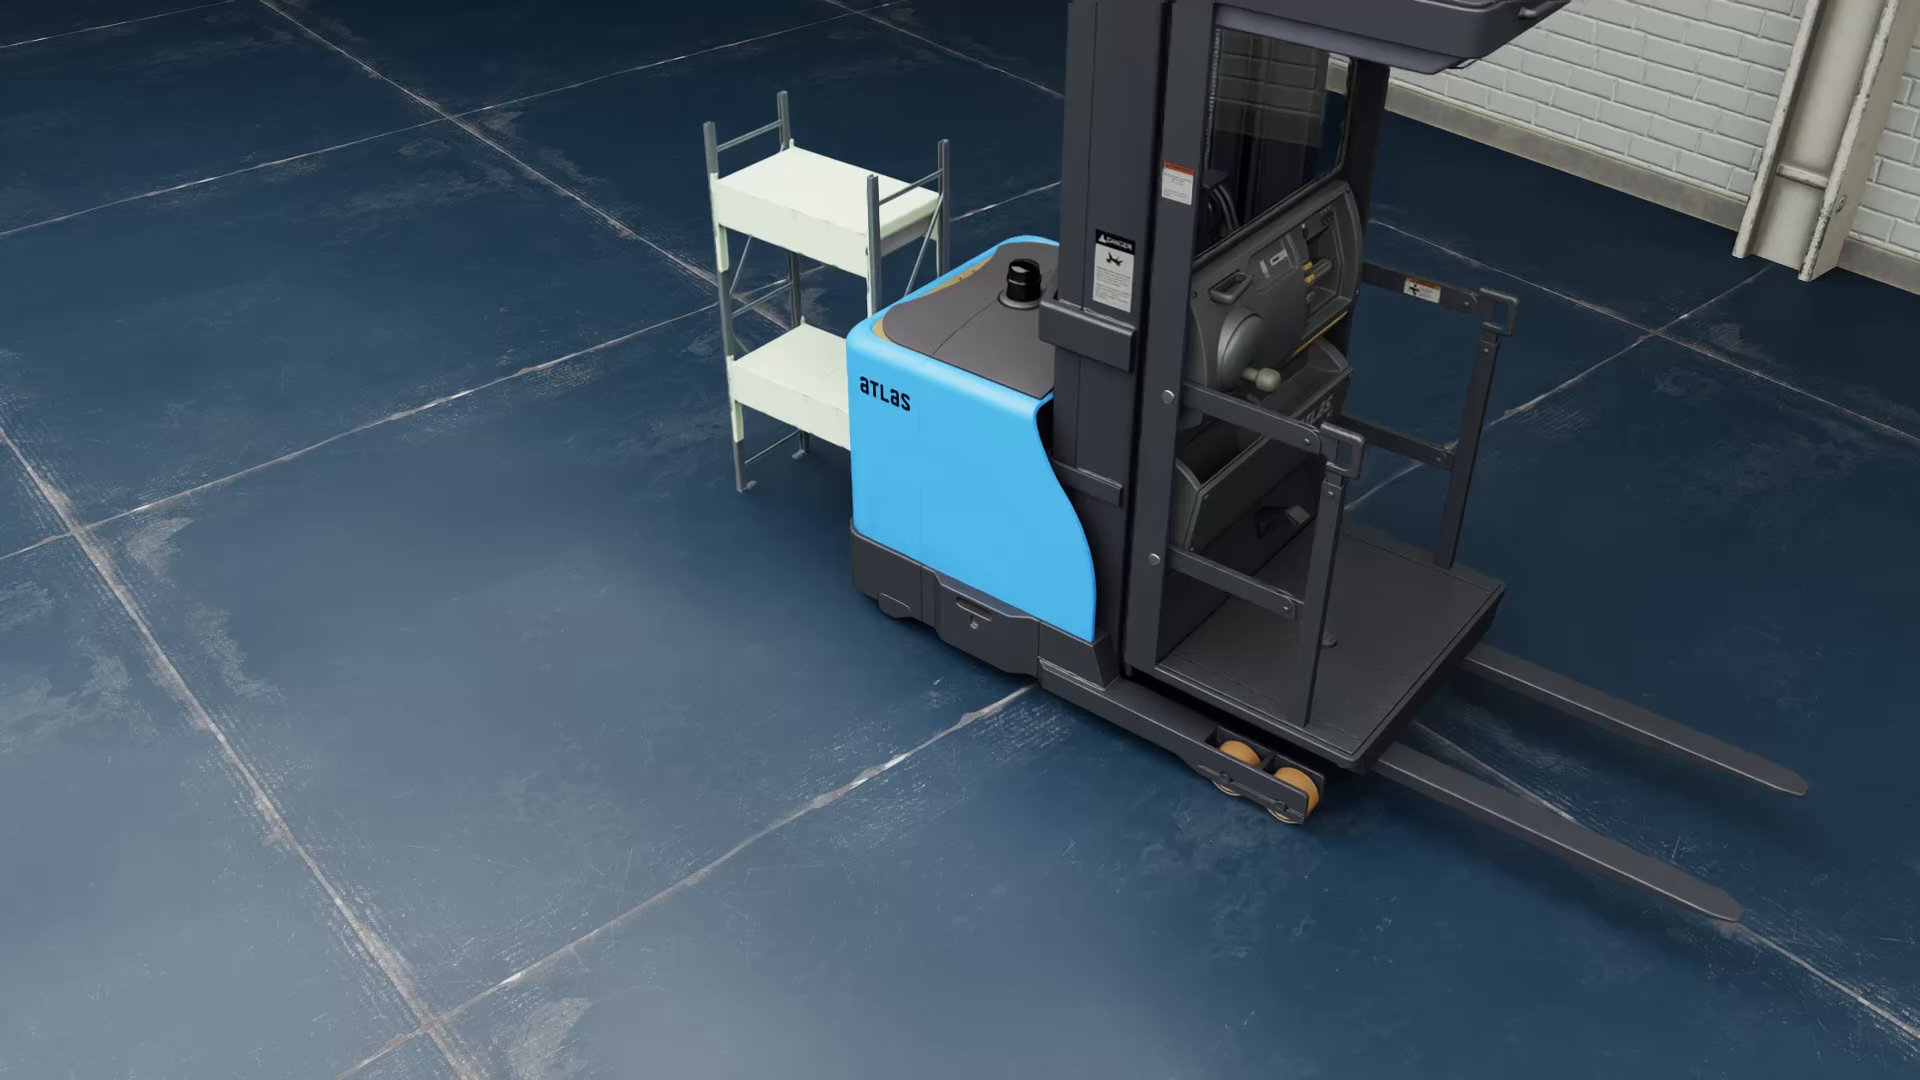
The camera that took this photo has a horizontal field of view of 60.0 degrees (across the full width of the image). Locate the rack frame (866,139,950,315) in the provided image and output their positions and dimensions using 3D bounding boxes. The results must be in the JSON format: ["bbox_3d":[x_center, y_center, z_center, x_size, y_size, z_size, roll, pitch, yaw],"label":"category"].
[{"bbox_3d":[-0.166,-0.629,5.841,0.023,1.500,0.400,24,42,30],"label":"rack frame"}]

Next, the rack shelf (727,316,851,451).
[{"bbox_3d":[-0.454,-0.494,6.214,0.720,0.370,0.431,24,42,30],"label":"rack shelf"}]

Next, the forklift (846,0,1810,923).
[{"bbox_3d":[1.086,-0.688,4.686,3.031,2.935,1.130,24,42,30],"label":"forklift"}]

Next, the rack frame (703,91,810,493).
[{"bbox_3d":[-0.742,-0.890,6.210,0.023,1.500,0.400,24,42,30],"label":"rack frame"}]

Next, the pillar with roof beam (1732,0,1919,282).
[{"bbox_3d":[0.783,-3.452,3.338,9.100,9.000,0.400,-26,43,-32],"label":"pillar with roof beam"}]

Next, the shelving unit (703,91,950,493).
[{"bbox_3d":[-0.454,-0.760,6.025,0.755,1.500,0.431,24,42,30],"label":"shelving unit"}]

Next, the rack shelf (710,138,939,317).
[{"bbox_3d":[-0.454,-1.078,5.800,0.720,0.370,0.431,24,42,30],"label":"rack shelf"}]
